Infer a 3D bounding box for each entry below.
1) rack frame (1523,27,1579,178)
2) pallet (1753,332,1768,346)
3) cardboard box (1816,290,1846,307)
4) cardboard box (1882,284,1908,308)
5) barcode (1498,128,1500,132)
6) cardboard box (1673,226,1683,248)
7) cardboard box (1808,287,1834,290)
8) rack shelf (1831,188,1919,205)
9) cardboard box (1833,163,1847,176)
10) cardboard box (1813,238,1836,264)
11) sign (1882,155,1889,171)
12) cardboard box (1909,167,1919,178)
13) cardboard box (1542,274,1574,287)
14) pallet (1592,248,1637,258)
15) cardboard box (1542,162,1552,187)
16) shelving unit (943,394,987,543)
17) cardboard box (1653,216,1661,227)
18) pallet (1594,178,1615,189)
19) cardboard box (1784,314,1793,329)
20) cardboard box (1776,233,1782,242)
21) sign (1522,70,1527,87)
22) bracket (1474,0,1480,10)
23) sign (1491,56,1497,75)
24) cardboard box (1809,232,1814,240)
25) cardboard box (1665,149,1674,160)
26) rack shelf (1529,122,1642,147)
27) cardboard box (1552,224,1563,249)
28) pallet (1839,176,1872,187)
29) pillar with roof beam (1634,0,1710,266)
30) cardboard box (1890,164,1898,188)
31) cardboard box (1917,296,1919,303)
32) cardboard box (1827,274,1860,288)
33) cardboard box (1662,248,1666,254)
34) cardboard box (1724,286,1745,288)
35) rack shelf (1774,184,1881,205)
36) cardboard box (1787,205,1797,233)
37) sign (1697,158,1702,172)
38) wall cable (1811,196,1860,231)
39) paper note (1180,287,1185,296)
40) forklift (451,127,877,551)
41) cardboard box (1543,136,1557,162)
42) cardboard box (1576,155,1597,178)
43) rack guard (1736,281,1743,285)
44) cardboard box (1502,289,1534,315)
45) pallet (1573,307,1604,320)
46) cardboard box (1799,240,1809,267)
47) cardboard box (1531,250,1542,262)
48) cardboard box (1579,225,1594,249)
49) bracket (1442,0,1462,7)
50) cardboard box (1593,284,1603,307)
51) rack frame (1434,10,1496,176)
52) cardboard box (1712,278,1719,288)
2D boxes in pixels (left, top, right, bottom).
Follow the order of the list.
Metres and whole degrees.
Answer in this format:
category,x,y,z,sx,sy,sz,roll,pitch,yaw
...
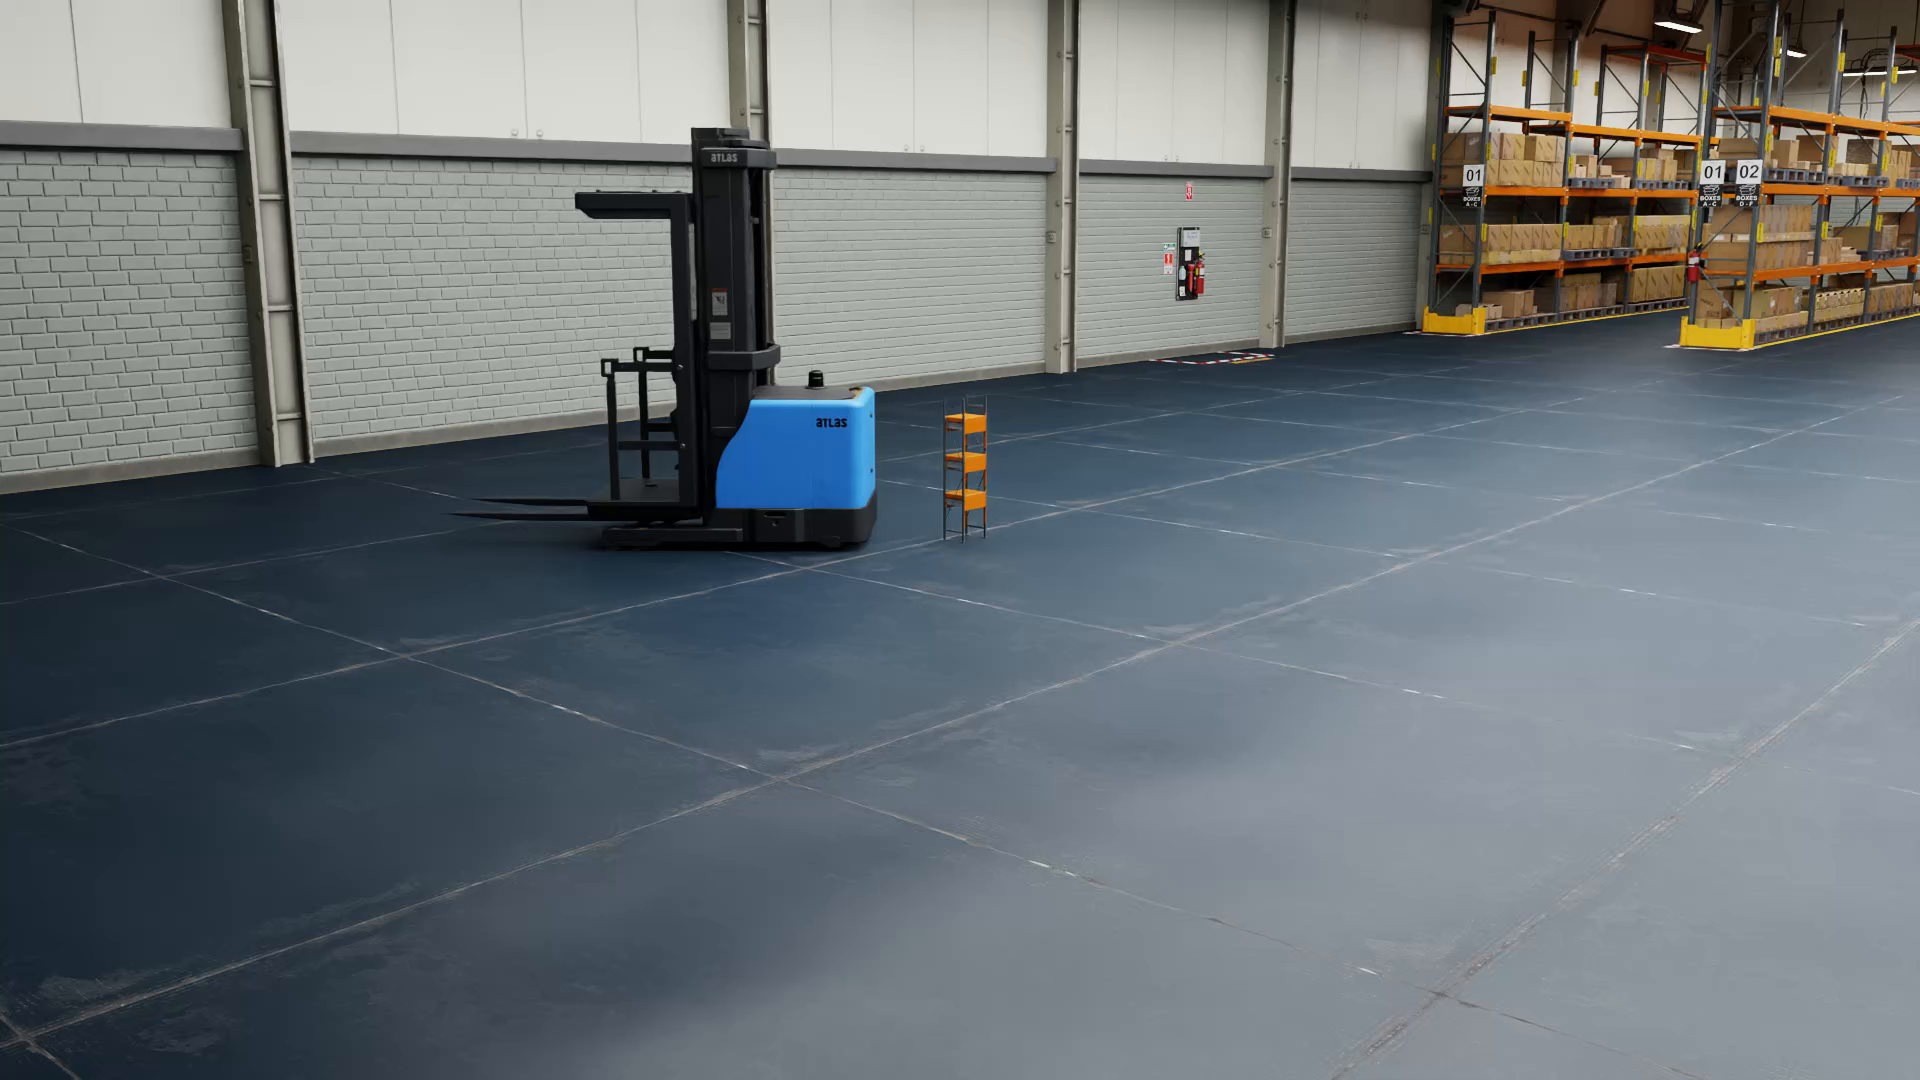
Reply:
category,x,y,z,sx,sy,sz,roll,pitch,yaw
rack frame,12.240,-9.054,34.567,1.000,3.000,0.127,10,15,40
pallet,13.797,-3.634,29.867,1.003,0.211,1.213,10,15,40
cardboard box,17.438,-4.860,33.400,0.500,0.311,0.500,10,15,42
cardboard box,20.802,-5.458,37.137,0.500,0.500,0.500,10,15,41
barcode,11.000,-8.366,33.929,0.001,0.075,0.075,10,15,40
cardboard box,17.076,-7.317,40.121,0.500,0.500,0.500,10,15,41
cardboard box,18.038,-5.154,34.874,0.500,0.311,0.500,10,15,42
rack shelf,19.924,-7.473,36.147,1.077,0.370,4.000,10,15,40
cardboard box,17.272,-7.349,32.999,0.500,0.250,0.500,8,14,36
cardboard box,17.161,-5.783,33.253,0.500,0.500,0.500,10,15,40
sign,19.016,-7.751,34.179,0.100,0.325,0.005,10,15,40
cardboard box,21.752,-8.331,37.712,0.500,0.250,0.500,10,15,40
cardboard box,13.002,-5.645,36.162,0.500,0.250,0.500,9,15,39
pallet,14.490,-6.488,37.525,1.213,0.211,1.003,10,15,40
cardboard box,11.749,-7.463,33.952,0.500,0.500,0.500,8,14,36
shelving unit,0.035,-0.523,12.148,0.215,1.050,0.252,10,15,40
cardboard box,16.055,-7.460,38.921,0.500,0.250,0.500,10,15,41
pallet,13.410,-7.721,36.030,1.213,0.211,1.003,10,15,40
cardboard box,15.165,-4.085,30.956,0.500,0.250,0.500,10,15,40
cardboard box,14.593,-5.470,30.030,0.380,0.149,0.250,10,15,40
sign,11.820,-9.661,34.815,0.100,0.325,0.005,10,15,40
bracket,9.953,-10.461,32.419,0.235,0.232,0.430,10,15,40
sign,10.007,-8.892,31.169,0.100,0.325,0.005,10,15,40
cardboard box,15.945,-5.772,31.538,0.380,0.149,0.250,10,15,40
cardboard box,16.842,-9.280,40.064,0.500,0.250,0.500,-11,16,-43
rack shelf,13.561,-8.799,36.149,1.077,0.370,4.000,10,15,40
cardboard box,12.161,-6.307,34.545,0.500,0.500,0.500,10,15,40
pallet,17.487,-7.163,33.238,1.003,0.211,1.213,11,16,43
pillar with roof beam,20.567,-9.889,38.748,9.100,9.000,0.548,10,15,40
cardboard box,19.547,-7.801,35.695,0.910,0.500,0.500,10,15,40
cardboard box,22.248,-5.638,38.890,0.380,0.166,0.250,10,15,40
cardboard box,19.079,-5.595,35.910,0.500,0.250,0.500,11,15,42
cardboard box,16.639,-6.908,39.730,0.380,0.149,0.250,9,15,39
cardboard box,14.434,-4.449,30.860,0.500,0.500,0.500,10,15,40
rack shelf,17.284,-6.885,33.200,1.077,0.370,4.000,10,15,40
cardboard box,15.012,-5.943,30.741,0.700,0.500,0.500,10,15,40
sign,17.935,-9.099,40.328,0.100,0.325,0.005,10,15,40
wall cable,24.164,-10.083,47.645,3.097,2.526,0.112,10,15,40
paper note,3.623,-4.048,27.068,0.016,0.148,0.142,10,15,40
forklift,-2.160,-1.464,12.055,3.031,2.935,1.130,0,11,2
cardboard box,11.757,-7.941,33.793,0.500,0.500,0.500,11,16,43
cardboard box,13.475,-8.089,36.069,0.500,0.500,0.500,9,14,38
rack guard,20.177,-6.655,44.256,1.175,0.500,0.348,10,15,40
cardboard box,11.585,-4.944,34.565,0.500,0.500,0.500,8,14,36
pallet,13.558,-5.040,36.904,1.003,0.211,1.213,10,15,40
cardboard box,15.676,-5.455,31.609,0.700,0.500,0.500,9,15,39
cardboard box,11.500,-5.791,33.880,0.500,0.250,0.500,10,15,40
cardboard box,13.387,-6.629,36.366,0.500,0.500,0.700,-10,15,-40
bracket,9.405,-10.338,31.808,0.235,0.232,0.430,10,15,40
cardboard box,14.017,-5.517,37.434,0.700,0.500,0.500,10,15,40
rack frame,9.600,-8.465,31.620,1.000,3.000,0.127,10,15,40
cardboard box,19.113,-6.594,42.877,0.700,0.500,0.500,9,14,39
